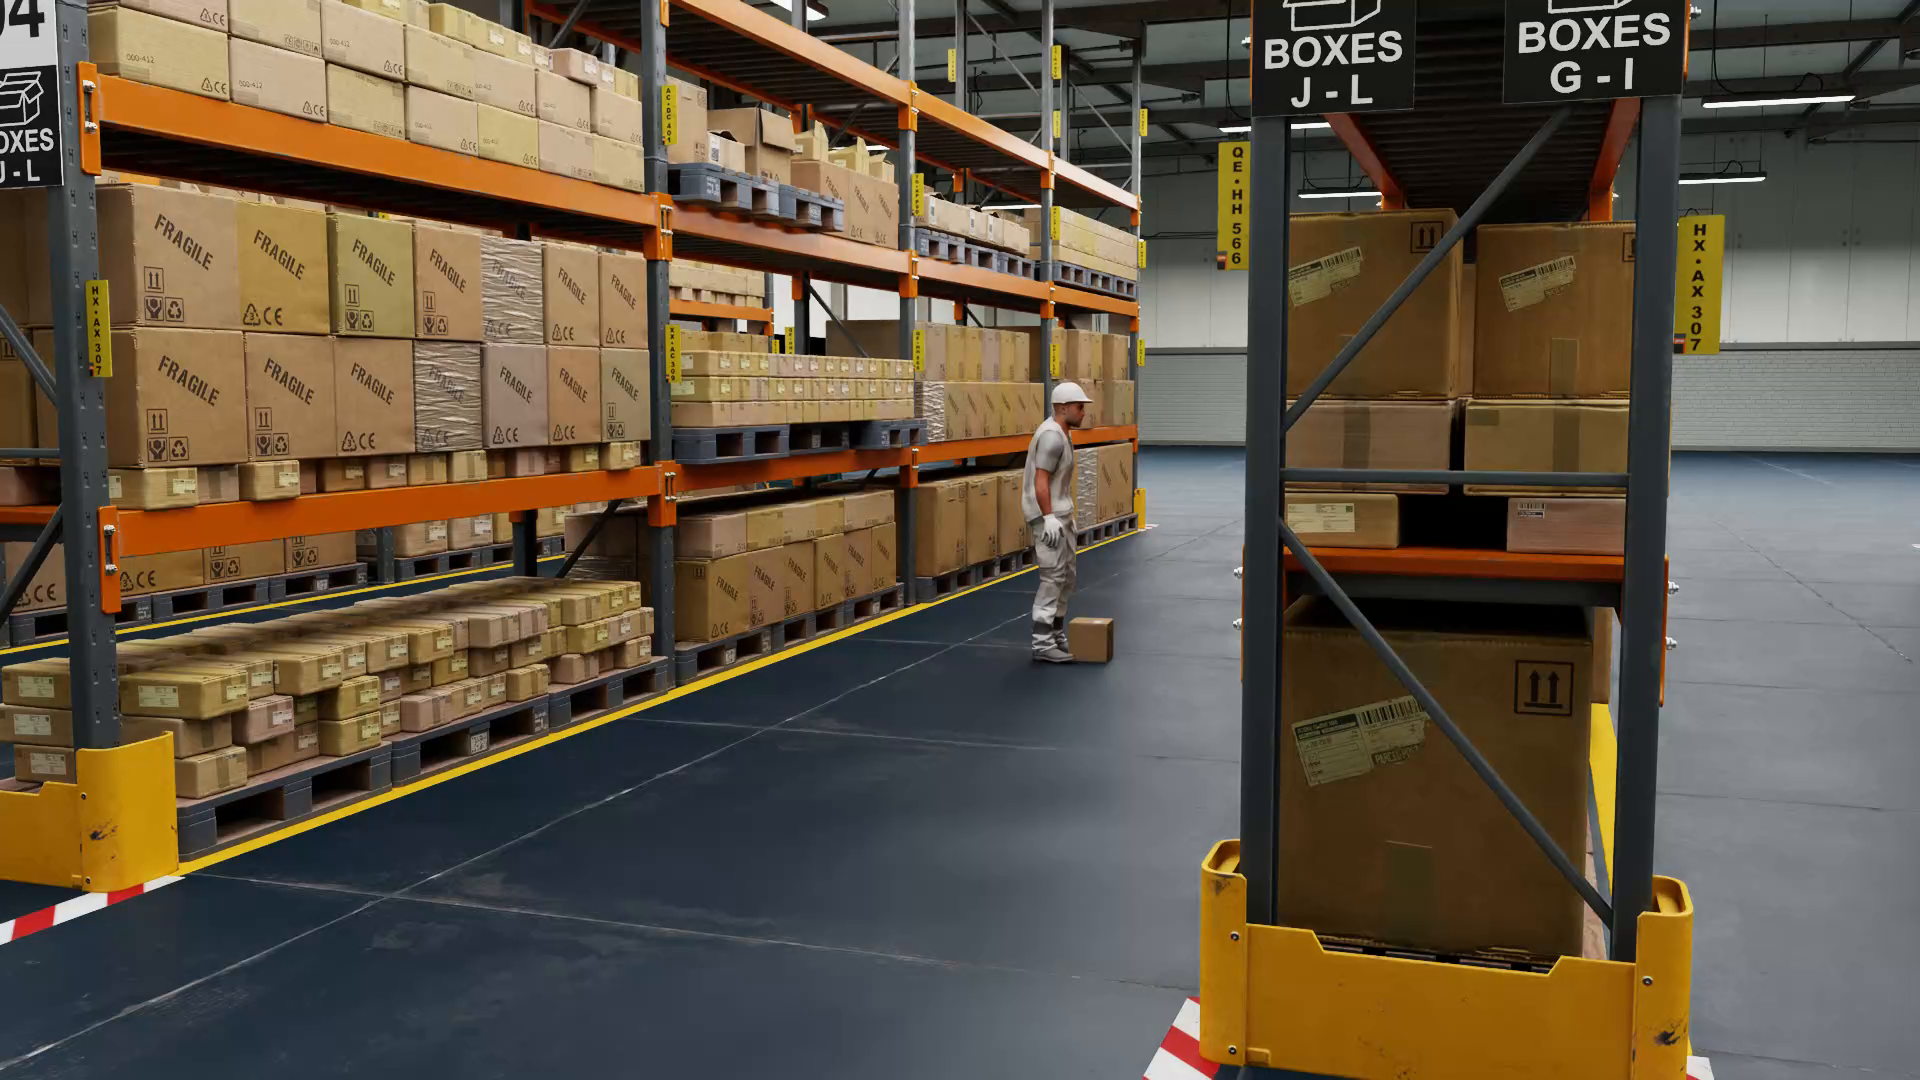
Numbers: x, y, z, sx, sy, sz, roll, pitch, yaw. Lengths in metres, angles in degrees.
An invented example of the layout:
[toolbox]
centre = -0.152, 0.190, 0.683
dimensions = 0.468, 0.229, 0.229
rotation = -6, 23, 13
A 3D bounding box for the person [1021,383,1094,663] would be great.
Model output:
[person]
centre = 0.631, -0.123, 10.728
dimensions = 0.451, 1.778, 0.611
rotation = 1, 5, 15
